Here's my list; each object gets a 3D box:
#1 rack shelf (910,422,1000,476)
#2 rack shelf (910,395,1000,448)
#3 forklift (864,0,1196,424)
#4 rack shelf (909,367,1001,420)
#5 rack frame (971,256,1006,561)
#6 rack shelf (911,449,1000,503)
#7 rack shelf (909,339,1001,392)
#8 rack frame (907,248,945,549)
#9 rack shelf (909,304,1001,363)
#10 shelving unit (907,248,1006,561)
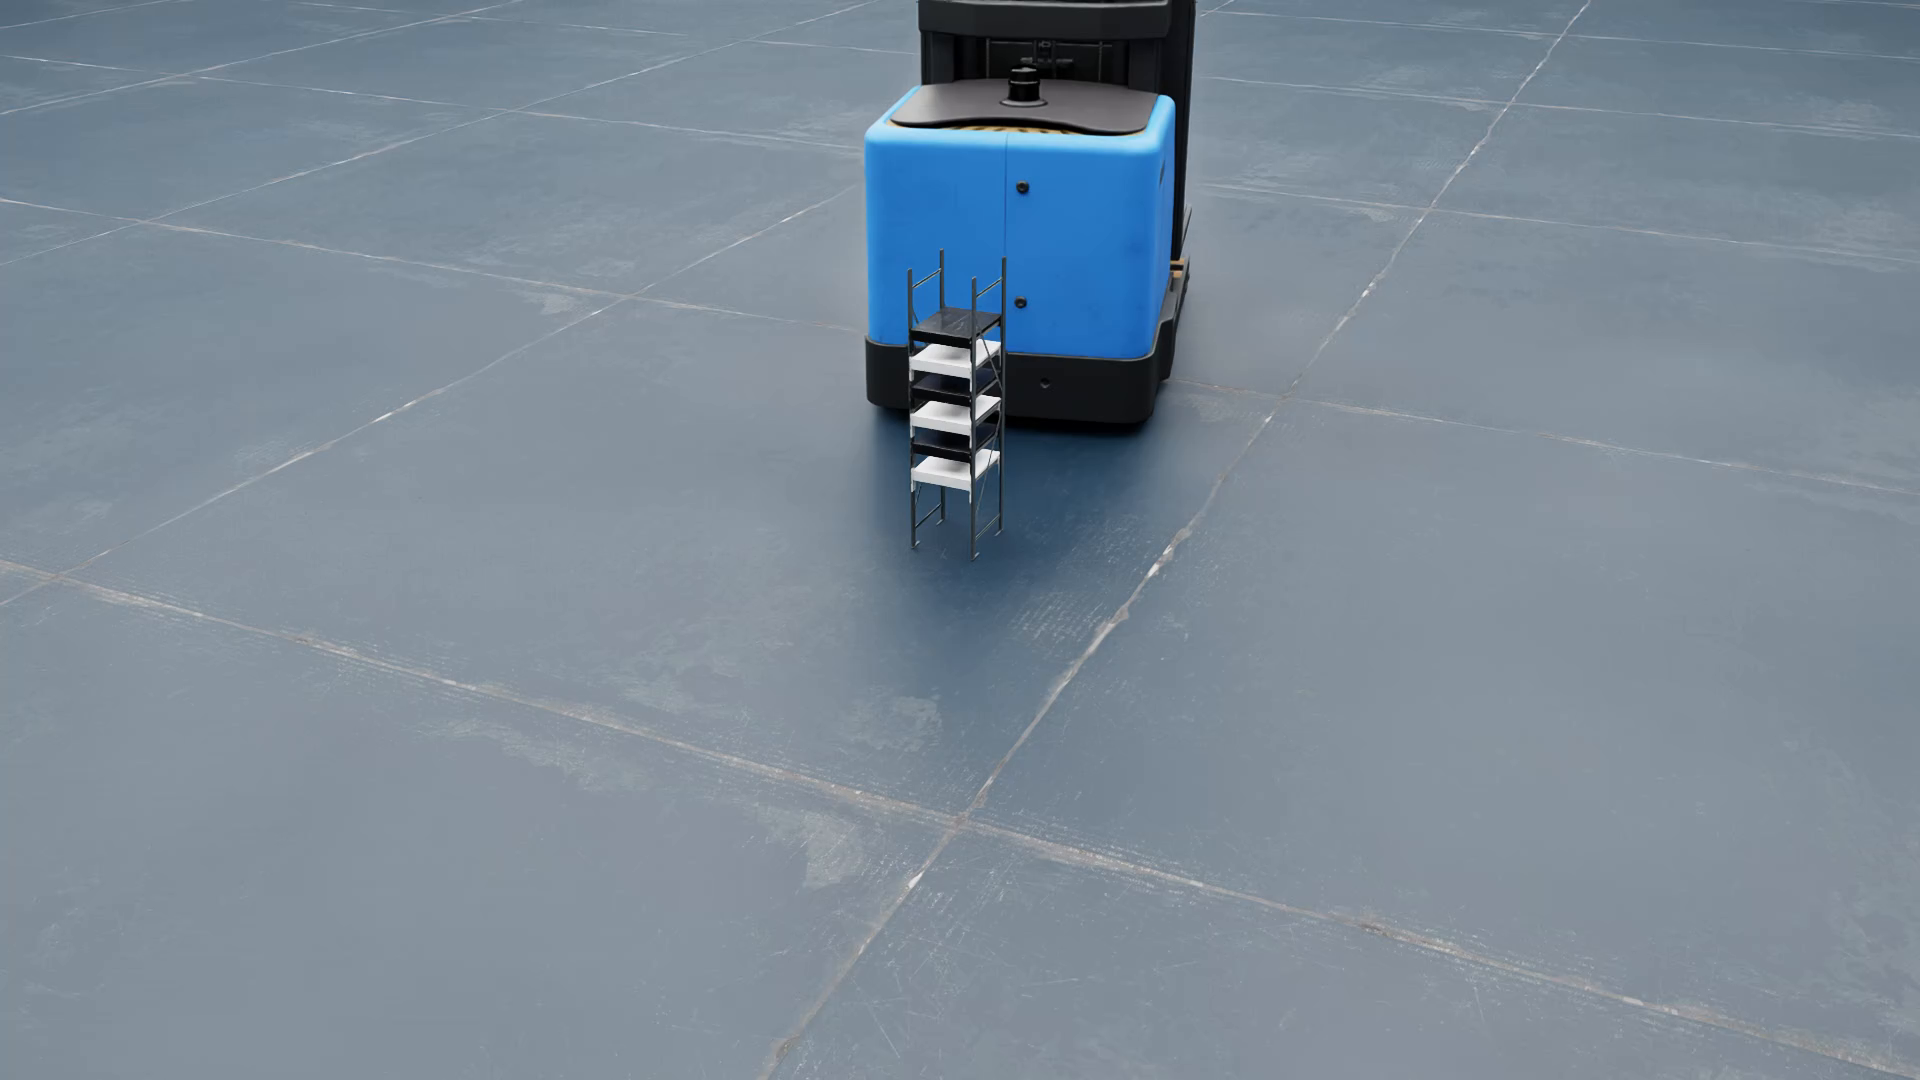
[{"bbox_3d":[-0.007,-0.295,5.109,0.200,0.077,0.258,11,28,22],"label":"rack shelf"},{"bbox_3d":[-0.007,-0.375,5.069,0.200,0.077,0.258,11,28,22],"label":"rack shelf"},{"bbox_3d":[0.431,-2.357,6.718,1.130,2.935,3.031,5,27,9],"label":"forklift"},{"bbox_3d":[-0.007,-0.456,5.029,0.200,0.077,0.258,11,28,22],"label":"rack shelf"},{"bbox_3d":[0.085,-0.387,5.016,0.006,0.900,0.240,11,28,22],"label":"rack frame"},{"bbox_3d":[-0.007,-0.214,5.148,0.200,0.077,0.258,11,28,22],"label":"rack shelf"},{"bbox_3d":[-0.007,-0.537,4.989,0.200,0.077,0.258,11,28,22],"label":"rack shelf"},{"bbox_3d":[-0.100,-0.424,5.092,0.006,0.900,0.240,11,28,22],"label":"rack frame"},{"bbox_3d":[-0.007,-0.618,4.950,0.200,0.077,0.258,11,28,22],"label":"rack shelf"},{"bbox_3d":[-0.007,-0.405,5.054,0.210,0.900,0.258,11,28,22],"label":"shelving unit"}]
